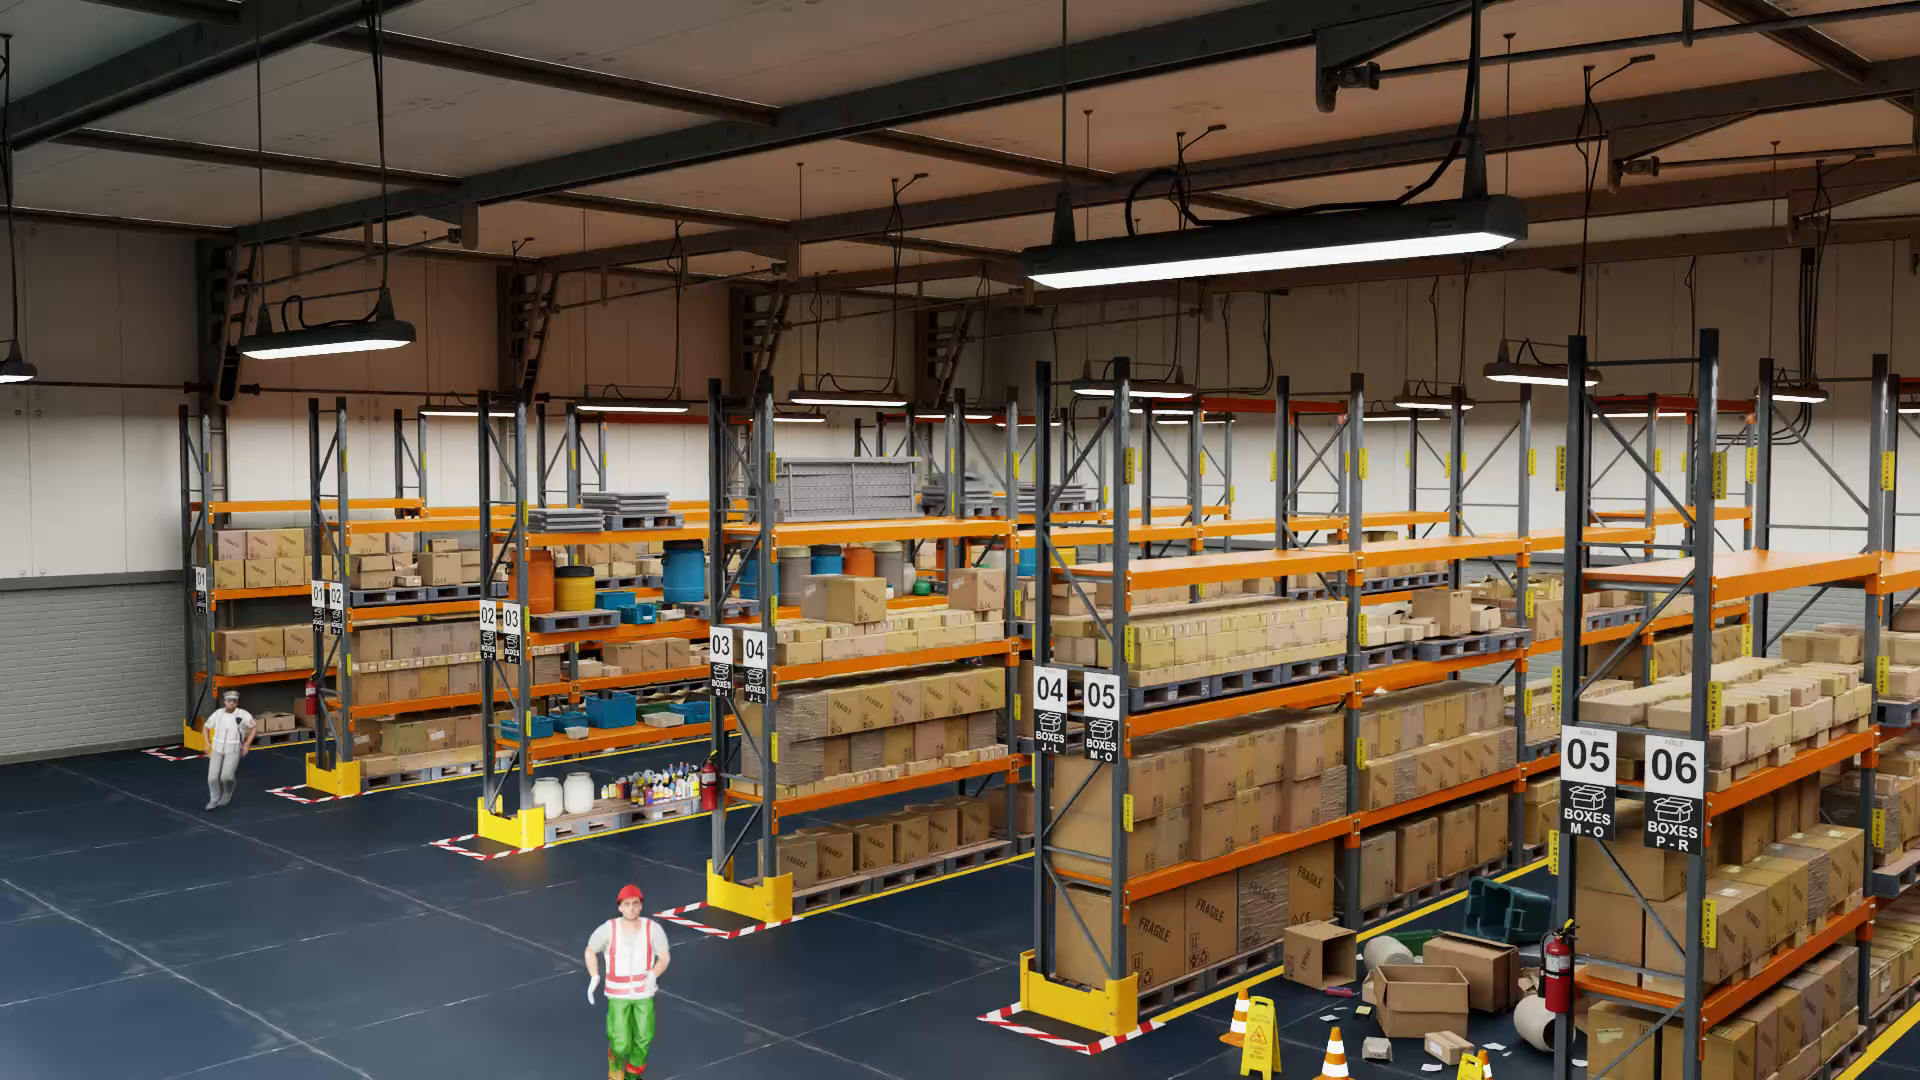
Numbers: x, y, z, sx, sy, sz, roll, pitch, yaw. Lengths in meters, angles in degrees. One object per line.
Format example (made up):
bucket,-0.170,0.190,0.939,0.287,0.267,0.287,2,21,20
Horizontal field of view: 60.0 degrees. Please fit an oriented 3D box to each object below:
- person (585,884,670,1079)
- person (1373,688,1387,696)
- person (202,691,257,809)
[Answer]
person,-2.592,3.595,13.086,0.650,1.740,0.577,-1,3,-18
person,6.055,3.015,23.943,0.658,1.779,0.928,2,4,33
person,-10.605,3.038,24.084,0.719,1.715,0.530,-1,3,-10
